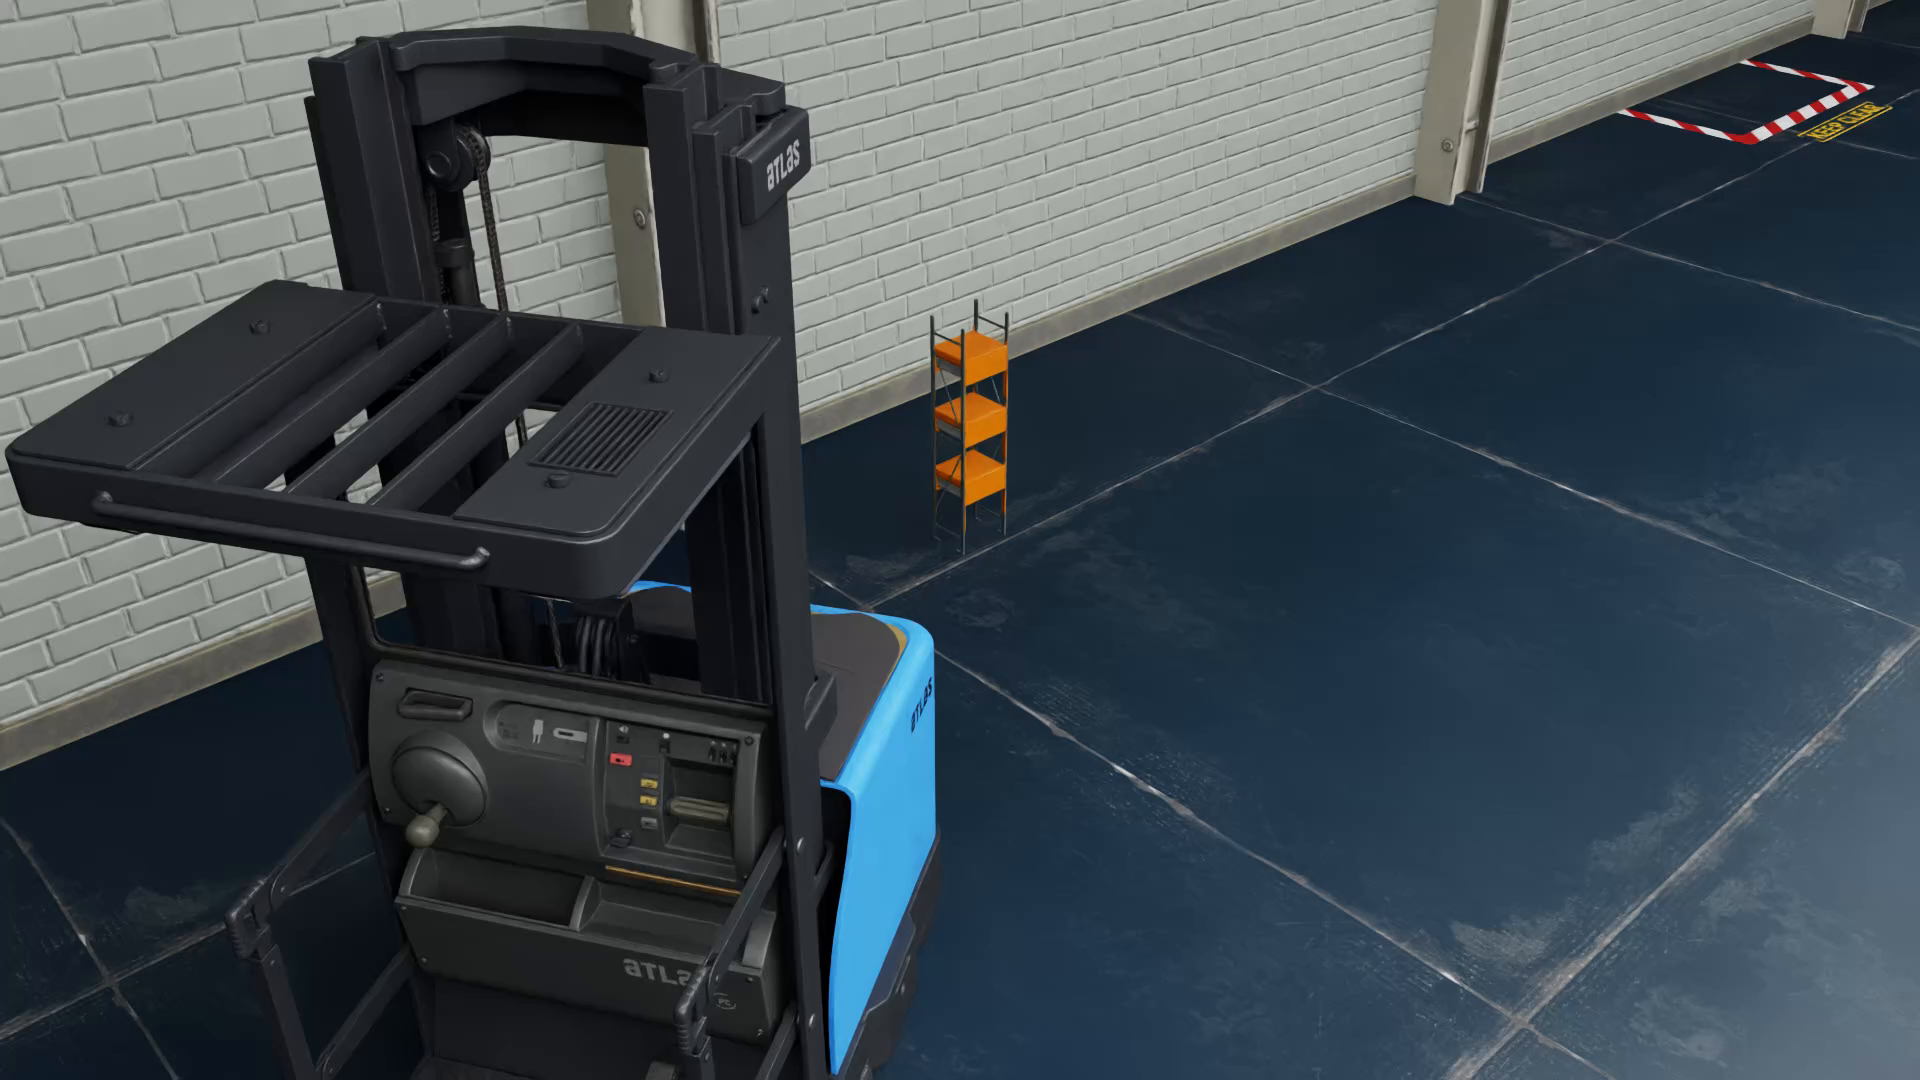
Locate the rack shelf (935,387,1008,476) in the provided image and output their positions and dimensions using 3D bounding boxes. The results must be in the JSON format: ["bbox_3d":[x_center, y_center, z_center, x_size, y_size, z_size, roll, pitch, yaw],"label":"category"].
[{"bbox_3d":[0.039,-0.458,7.013,0.240,0.259,0.215,-26,40,-35],"label":"rack shelf"}]

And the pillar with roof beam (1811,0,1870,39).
[{"bbox_3d":[10.545,-6.621,9.452,0.400,9.000,9.100,-26,40,-35],"label":"pillar with roof beam"}]

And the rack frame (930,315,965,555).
[{"bbox_3d":[-0.050,-0.424,6.936,0.008,1.050,0.200,-26,40,-35],"label":"rack frame"}]

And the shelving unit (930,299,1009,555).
[{"bbox_3d":[0.039,-0.467,7.007,0.252,1.050,0.215,-26,40,-35],"label":"shelving unit"}]

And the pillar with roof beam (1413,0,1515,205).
[{"bbox_3d":[6.145,-4.493,5.971,0.400,9.000,9.100,-26,40,-35],"label":"pillar with roof beam"}]

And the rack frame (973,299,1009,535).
[{"bbox_3d":[0.129,-0.510,7.078,0.008,1.050,0.200,-26,40,-35],"label":"rack frame"}]

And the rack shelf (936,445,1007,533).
[{"bbox_3d":[0.039,-0.221,7.158,0.240,0.259,0.215,-26,40,-35],"label":"rack shelf"}]

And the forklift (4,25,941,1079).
[{"bbox_3d":[-0.934,0.578,3.496,1.130,2.935,3.031,8,32,13],"label":"forklift"}]

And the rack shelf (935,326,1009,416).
[{"bbox_3d":[0.039,-0.700,6.865,0.240,0.259,0.215,-26,40,-35],"label":"rack shelf"}]

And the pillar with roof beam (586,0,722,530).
[{"bbox_3d":[1.746,-2.364,2.491,0.400,9.000,9.100,-26,40,-35],"label":"pillar with roof beam"}]
